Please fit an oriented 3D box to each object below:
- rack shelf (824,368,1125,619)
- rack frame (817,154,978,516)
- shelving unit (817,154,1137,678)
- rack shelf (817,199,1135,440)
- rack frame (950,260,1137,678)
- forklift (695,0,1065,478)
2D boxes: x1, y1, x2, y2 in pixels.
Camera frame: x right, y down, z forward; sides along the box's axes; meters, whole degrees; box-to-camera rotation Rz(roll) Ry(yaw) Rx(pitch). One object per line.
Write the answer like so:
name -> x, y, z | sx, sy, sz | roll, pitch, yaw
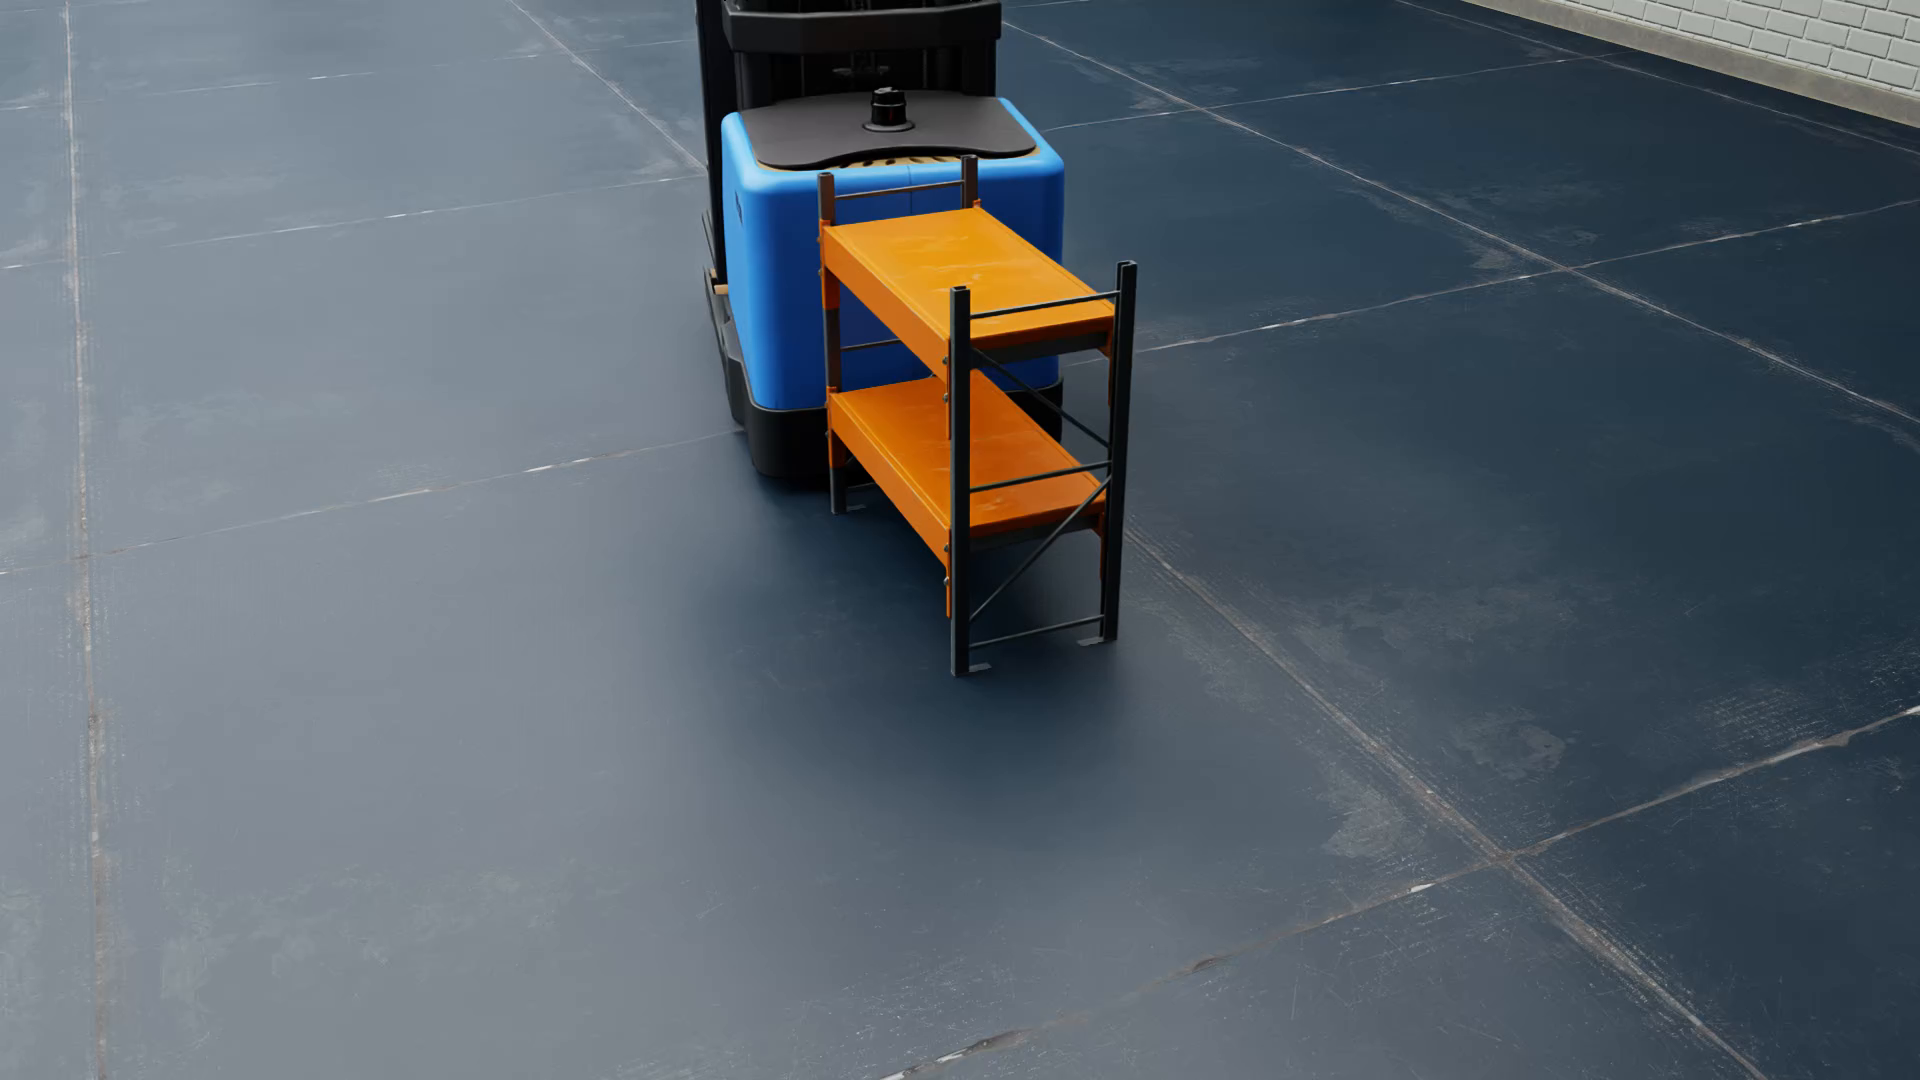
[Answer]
rack shelf -> 0.014, -0.180, 4.922 | 0.538, 0.278, 1.000 | -12, 31, -20
rack frame -> -0.182, -0.623, 5.211 | 0.500, 1.125, 0.032 | -12, 31, -20
shelving unit -> 0.014, -0.394, 4.802 | 0.538, 1.125, 1.048 | -12, 31, -20
rack shelf -> 0.014, -0.649, 4.659 | 0.538, 0.278, 1.000 | -12, 31, -20
rack frame -> 0.211, -0.164, 4.393 | 0.500, 1.125, 0.032 | -12, 31, -20
forklift -> -0.460, -2.187, 6.154 | 1.130, 2.935, 3.031 | -6, 30, -10
